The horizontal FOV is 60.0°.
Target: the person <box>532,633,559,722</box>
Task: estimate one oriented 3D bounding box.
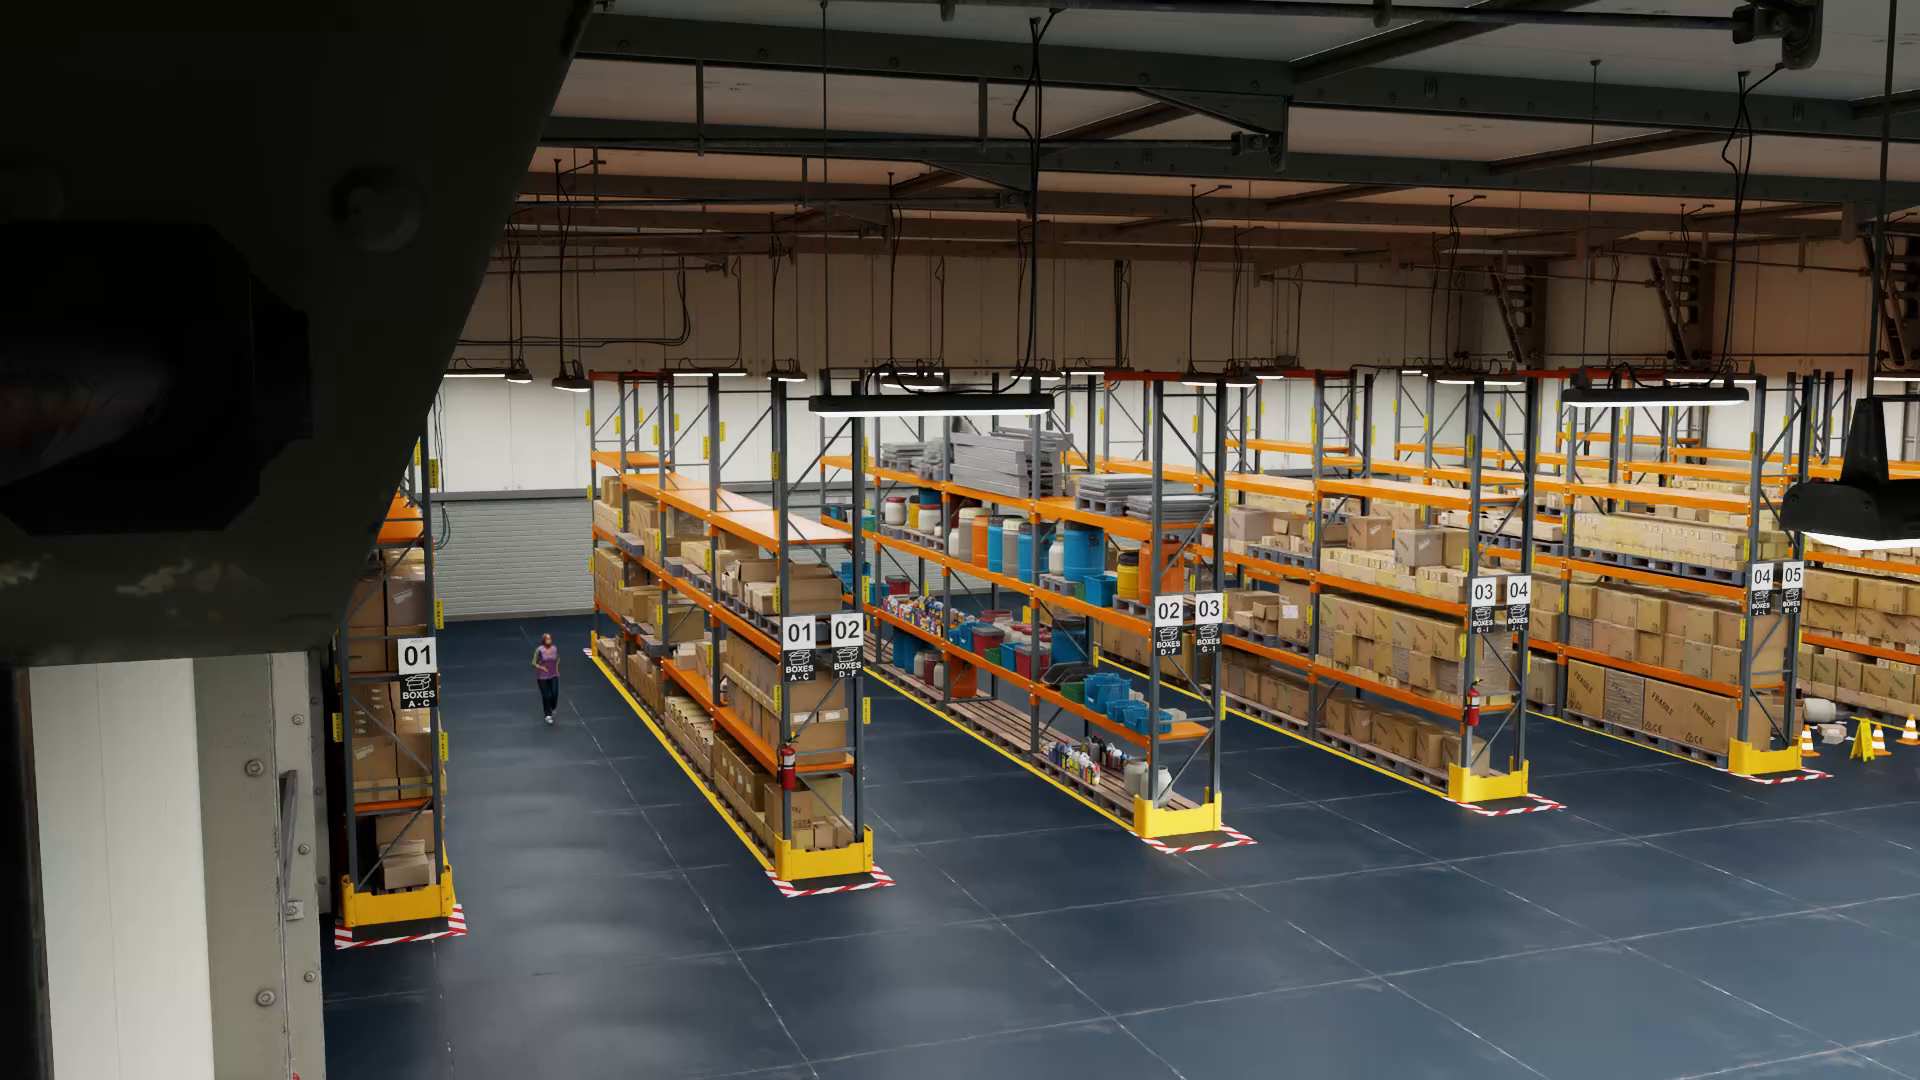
[{"bbox_3d":[-7.069,2.372,28.524,0.514,1.565,0.551,-4,7,-30],"label":"person"}]

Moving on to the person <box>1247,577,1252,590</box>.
[{"bbox_3d":[7.436,0.712,42.772,0.703,1.722,0.584,5,8,37],"label":"person"}]
